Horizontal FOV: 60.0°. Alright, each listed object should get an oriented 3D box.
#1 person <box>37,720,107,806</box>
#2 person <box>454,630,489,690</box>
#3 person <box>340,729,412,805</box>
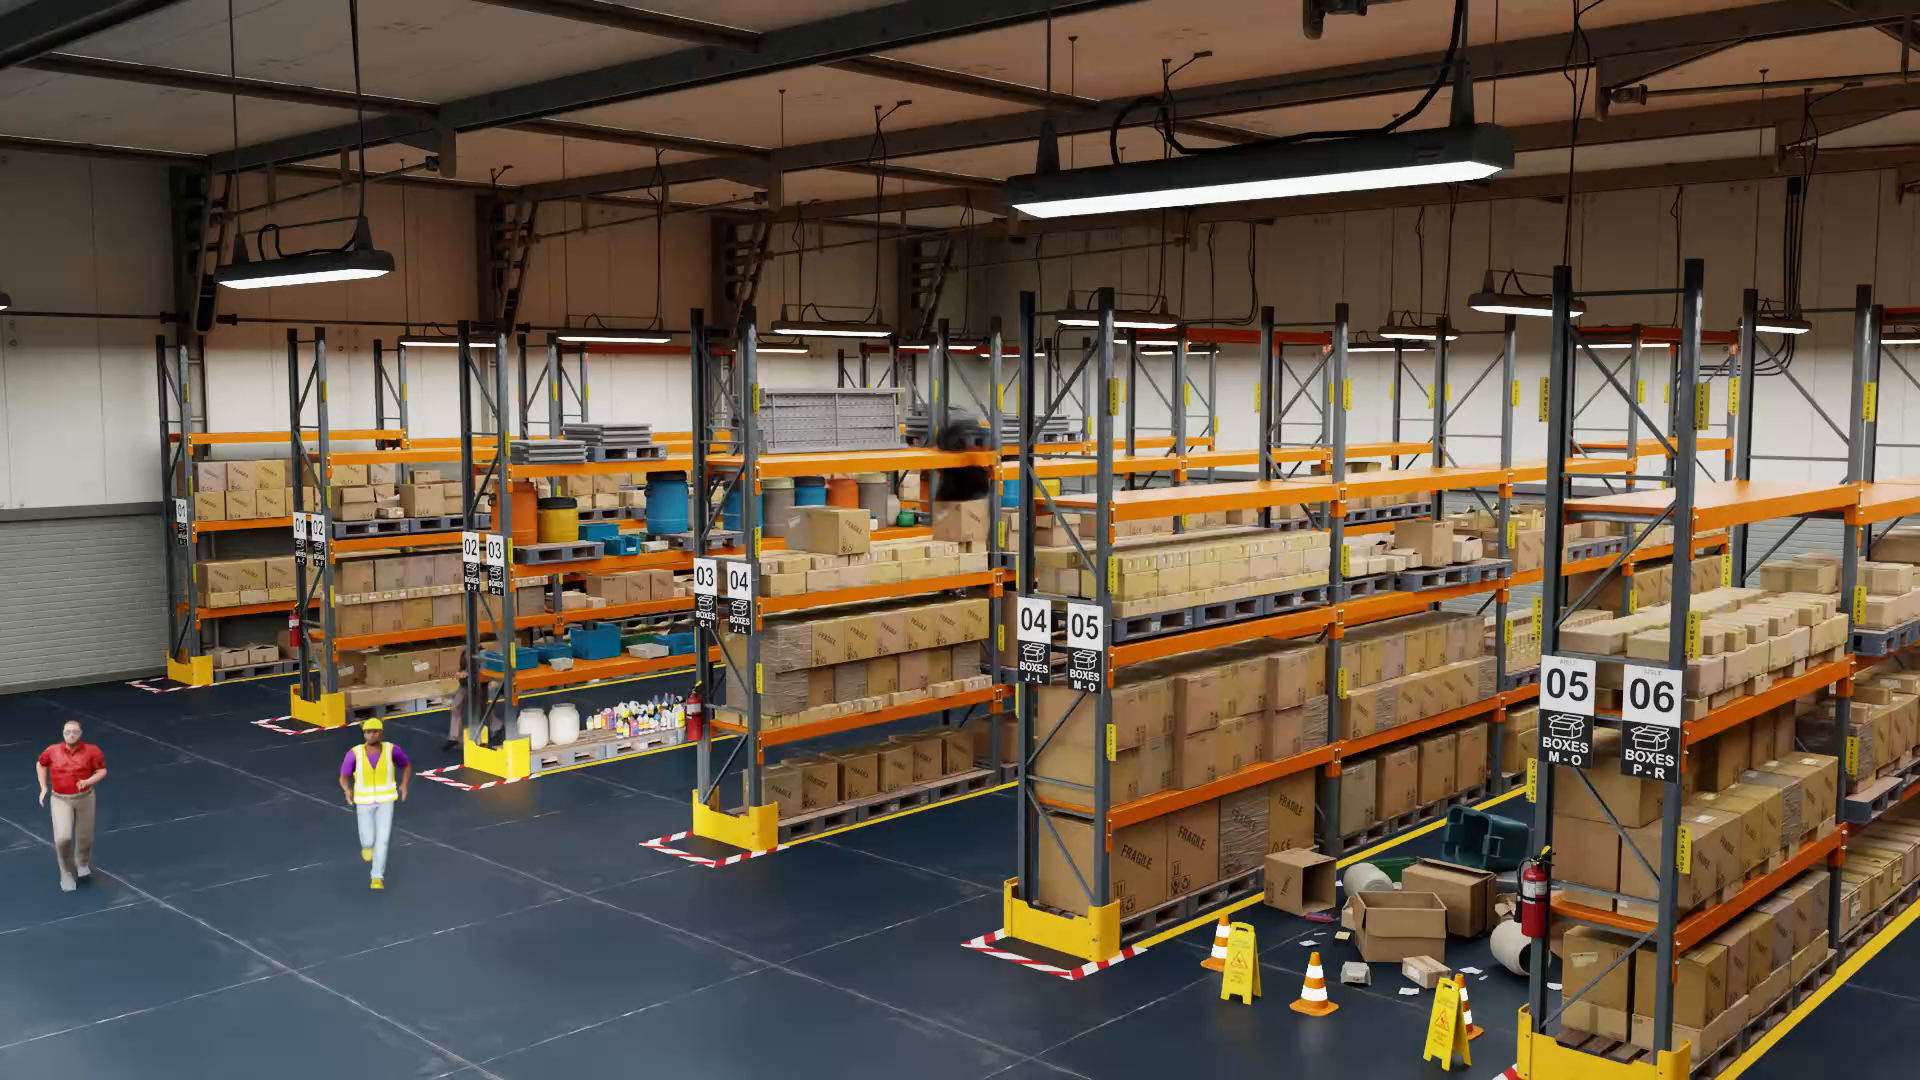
[{"bbox_3d":[-9.048,2.285,16.946,0.627,0.879,0.709,-3,6,-30],"label":"person"},{"bbox_3d":[-6.884,1.675,23.437,0.674,0.858,0.556,4,7,38],"label":"person"},{"bbox_3d":[-6.025,2.301,17.143,0.711,0.847,0.507,-2,6,-19],"label":"person"}]
